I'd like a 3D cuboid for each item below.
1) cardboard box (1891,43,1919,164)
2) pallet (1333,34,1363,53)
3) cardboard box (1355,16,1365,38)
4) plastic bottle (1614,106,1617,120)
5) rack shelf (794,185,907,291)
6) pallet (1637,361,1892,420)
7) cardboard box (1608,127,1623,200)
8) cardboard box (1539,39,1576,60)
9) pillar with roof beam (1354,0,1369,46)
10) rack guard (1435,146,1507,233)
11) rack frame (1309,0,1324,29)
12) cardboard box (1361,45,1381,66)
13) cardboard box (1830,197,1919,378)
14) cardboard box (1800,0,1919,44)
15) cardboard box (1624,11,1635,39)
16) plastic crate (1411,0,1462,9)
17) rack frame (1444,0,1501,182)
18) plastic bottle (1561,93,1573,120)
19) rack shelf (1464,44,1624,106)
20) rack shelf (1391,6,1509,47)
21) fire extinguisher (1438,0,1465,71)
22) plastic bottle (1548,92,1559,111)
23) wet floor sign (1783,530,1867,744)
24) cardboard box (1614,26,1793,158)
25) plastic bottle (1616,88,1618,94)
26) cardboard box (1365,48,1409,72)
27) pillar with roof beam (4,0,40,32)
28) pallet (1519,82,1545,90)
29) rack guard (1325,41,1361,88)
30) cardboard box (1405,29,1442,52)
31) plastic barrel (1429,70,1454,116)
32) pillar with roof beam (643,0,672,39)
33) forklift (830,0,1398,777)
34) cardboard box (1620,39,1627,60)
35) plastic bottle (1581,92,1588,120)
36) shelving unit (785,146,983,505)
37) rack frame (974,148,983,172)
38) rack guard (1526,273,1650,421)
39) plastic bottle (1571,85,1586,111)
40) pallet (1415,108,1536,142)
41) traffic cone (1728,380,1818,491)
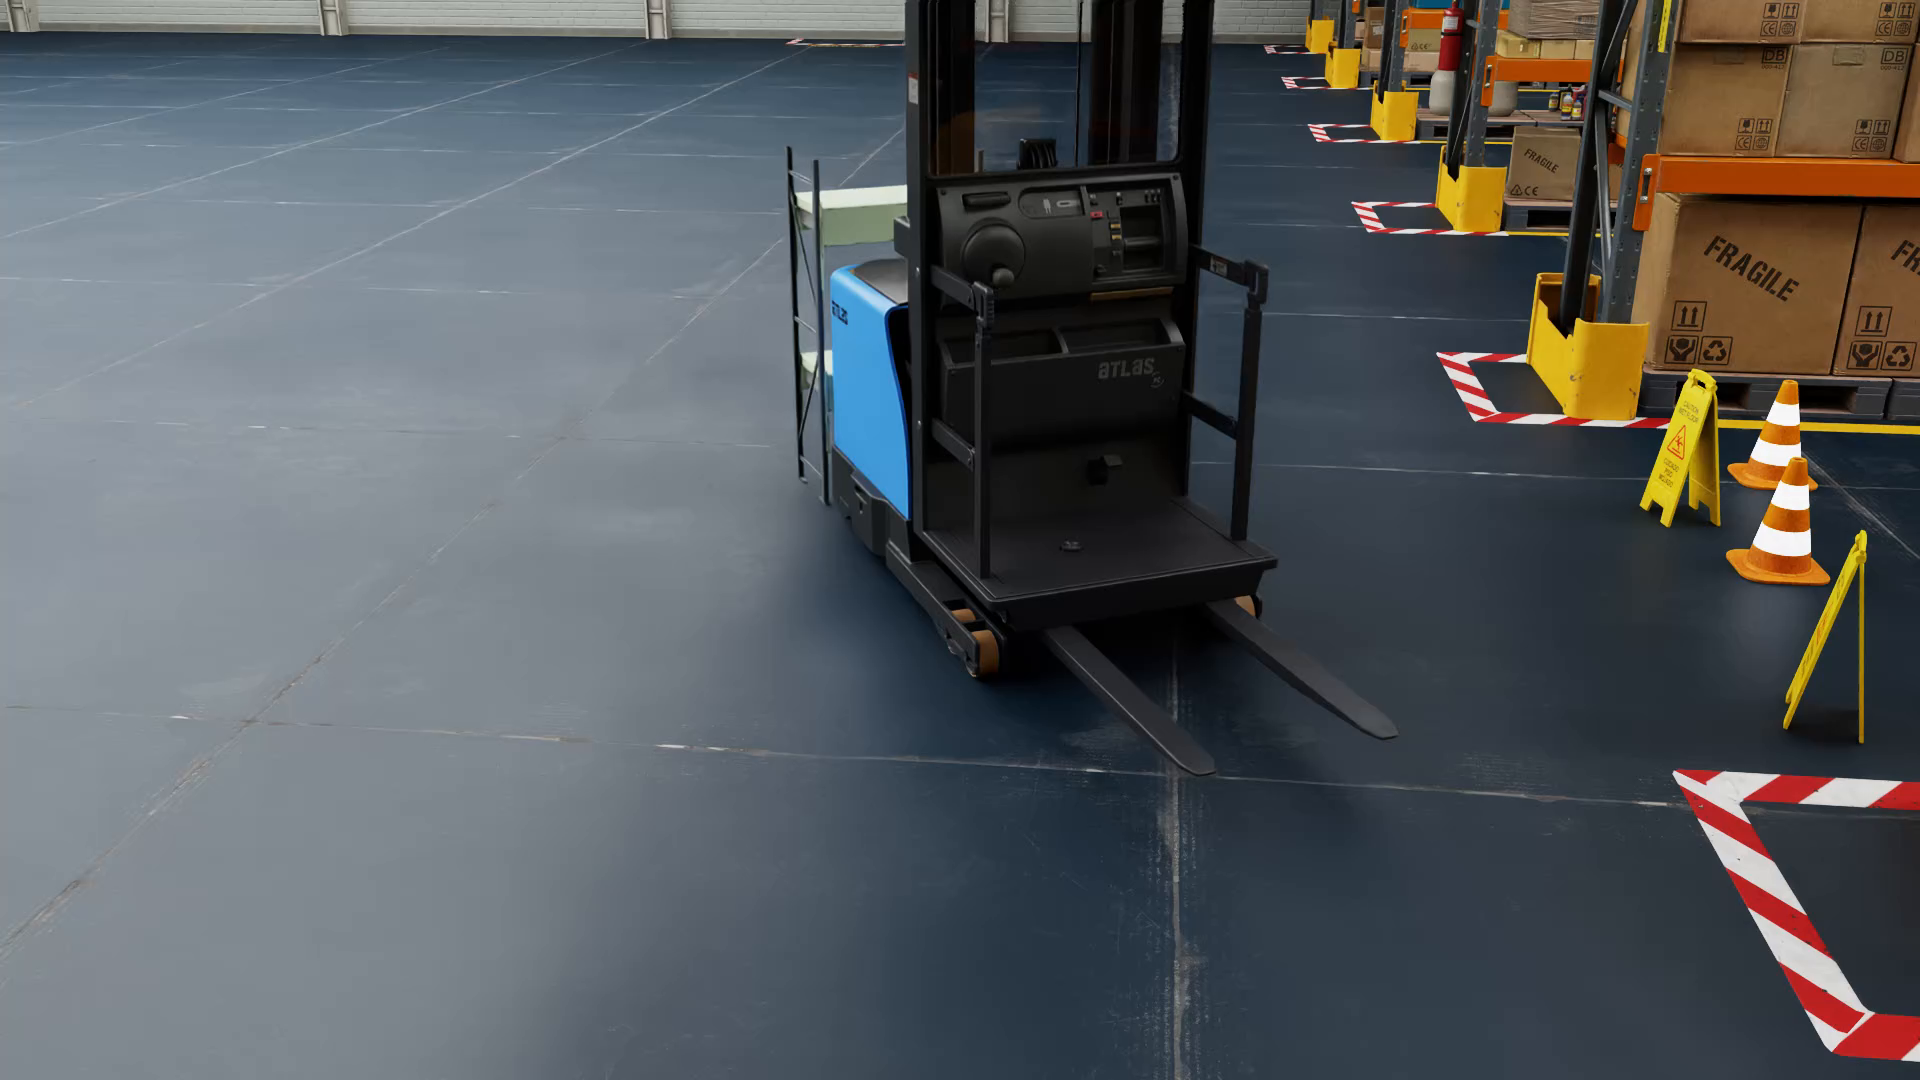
[{"bbox_3d":[4.841,-2.204,8.230,0.550,0.550,0.875,2,22,6],"label":"cardboard box"},{"bbox_3d":[6.688,-8.103,27.150,1.213,0.211,1.003,2,22,6],"label":"pallet"},{"bbox_3d":[6.486,-8.343,27.021,0.500,0.311,0.500,0,22,0],"label":"cardboard box"},{"bbox_3d":[6.946,-4.522,17.506,0.097,0.201,0.097,0,22,0],"label":"plastic bottle"},{"bbox_3d":[-0.327,-1.338,7.222,0.720,0.370,0.431,-9,23,-21],"label":"rack shelf"},{"bbox_3d":[4.180,-0.917,8.972,1.213,0.211,1.003,2,22,6],"label":"pallet"},{"bbox_3d":[5.277,-3.012,13.308,0.500,0.500,0.500,8,23,20],"label":"cardboard box"},{"bbox_3d":[4.562,-3.792,12.793,0.250,0.149,0.380,2,22,6],"label":"cardboard box"},{"bbox_3d":[6.100,-10.955,22.410,0.400,9.000,9.100,2,22,6],"label":"pillar with roof beam"},{"bbox_3d":[4.136,-2.860,13.495,0.348,0.500,1.175,2,22,6],"label":"rack guard"},{"bbox_3d":[5.810,-9.452,26.767,0.127,3.000,1.000,2,22,6],"label":"rack frame"},{"bbox_3d":[5.798,-6.644,22.834,0.500,0.250,0.500,2,22,6],"label":"cardboard box"},{"bbox_3d":[4.932,-1.384,8.680,0.875,0.875,0.875,2,22,5],"label":"cardboard box"},{"bbox_3d":[4.298,-2.771,8.197,0.550,0.550,0.875,2,22,6],"label":"cardboard box"},{"bbox_3d":[5.115,-4.199,12.941,0.500,0.500,0.875,2,22,6],"label":"cardboard box"},{"bbox_3d":[5.176,-5.853,17.867,0.616,0.251,0.499,2,22,6],"label":"plastic crate"},{"bbox_3d":[4.061,-4.026,13.044,0.127,3.000,1.000,2,22,6],"label":"rack frame"},{"bbox_3d":[6.408,-4.578,17.552,0.097,0.271,0.097,0,22,0],"label":"plastic bottle"},{"bbox_3d":[6.047,-3.605,12.957,4.000,0.370,1.077,2,22,6],"label":"rack shelf"},{"bbox_3d":[6.630,-5.413,17.531,4.000,0.370,1.077,2,22,6],"label":"rack shelf"},{"bbox_3d":[4.002,-4.163,13.496,0.183,0.674,0.296,2,22,6],"label":"fire extinguisher"},{"bbox_3d":[6.519,-4.818,18.255,0.097,0.201,0.097,0,22,0],"label":"plastic bottle"},{"bbox_3d":[2.832,0.288,5.334,0.232,0.644,0.267,11,24,25],"label":"wet floor sign"},{"bbox_3d":[3.751,-2.290,8.448,0.550,0.550,0.875,2,22,6],"label":"cardboard box"},{"bbox_3d":[7.069,-4.855,18.145,0.185,0.351,0.144,3,22,9],"label":"plastic bottle"},{"bbox_3d":[5.737,-6.455,22.356,0.500,0.250,0.500,2,22,6],"label":"cardboard box"},{"bbox_3d":[-17.733,-11.994,25.037,0.400,9.000,9.100,2,22,6],"label":"pillar with roof beam"},{"bbox_3d":[7.203,-6.275,22.523,1.213,0.211,1.003,2,22,6],"label":"pallet"},{"bbox_3d":[5.207,-6.481,22.654,0.348,0.500,1.175,2,22,6],"label":"rack guard"},{"bbox_3d":[6.234,-6.783,22.165,0.500,0.500,0.500,2,22,6],"label":"cardboard box"},{"bbox_3d":[5.306,-4.872,17.996,0.421,0.512,0.421,0,22,0],"label":"plastic barrel"},{"bbox_3d":[-5.816,-11.474,23.724,0.400,9.000,9.100,2,22,6],"label":"pillar with roof beam"},{"bbox_3d":[0.443,-1.060,5.634,1.130,2.935,3.031,-8,23,-19],"label":"forklift"},{"bbox_3d":[5.059,-3.773,12.744,0.250,0.149,0.380,2,22,6],"label":"cardboard box"},{"bbox_3d":[6.630,-4.567,17.508,0.133,0.283,0.061,3,22,7],"label":"plastic bottle"},{"bbox_3d":[-0.326,-0.975,7.366,0.755,1.500,0.431,-9,23,-21],"label":"shelving unit"},{"bbox_3d":[0.011,-1.027,7.497,0.023,1.500,0.400,-9,23,-21],"label":"rack frame"},{"bbox_3d":[3.353,-1.058,8.936,0.348,0.500,1.175,2,22,6],"label":"rack guard"},{"bbox_3d":[6.766,-4.832,18.188,0.135,0.276,0.152,3,22,7],"label":"plastic bottle"},{"bbox_3d":[5.531,-4.514,18.072,1.213,0.211,1.003,2,22,6],"label":"pallet"},{"bbox_3d":[3.737,-0.498,7.571,0.334,0.463,0.336,2,22,6],"label":"traffic cone"}]
